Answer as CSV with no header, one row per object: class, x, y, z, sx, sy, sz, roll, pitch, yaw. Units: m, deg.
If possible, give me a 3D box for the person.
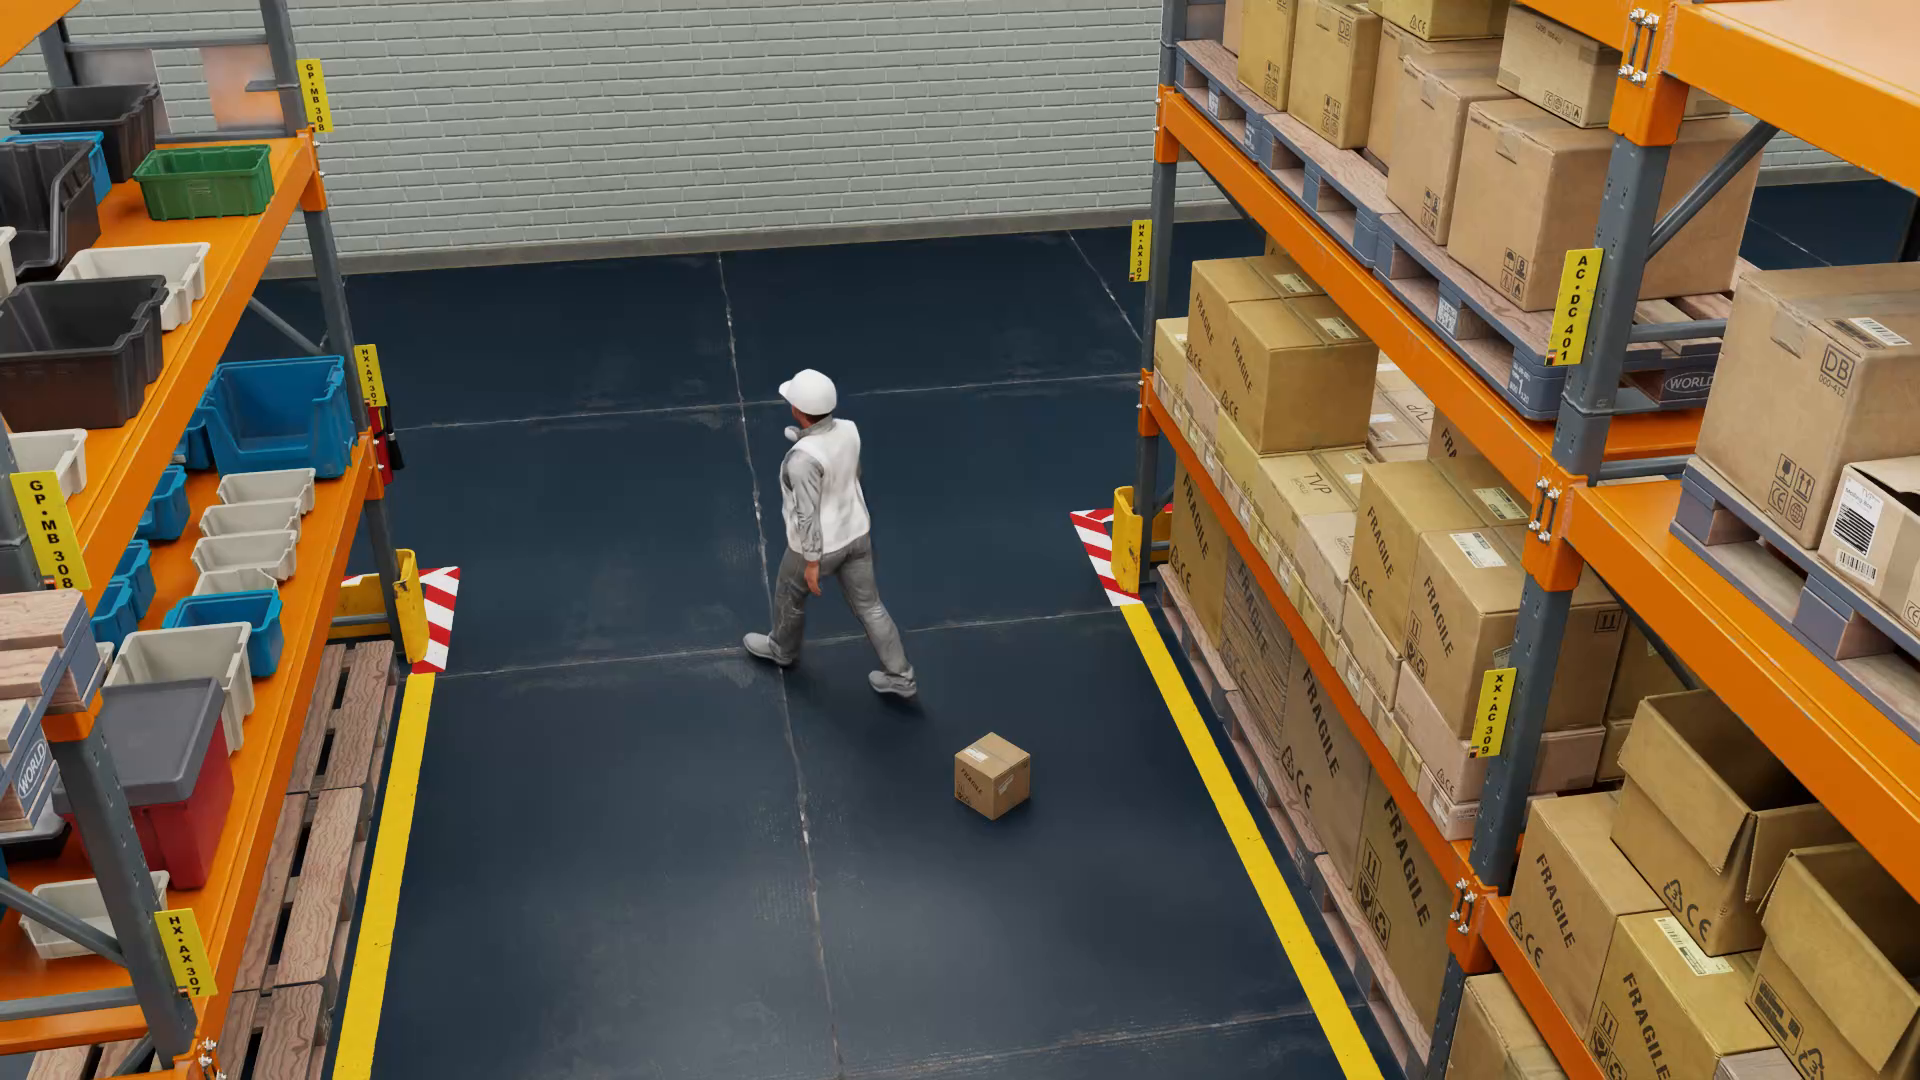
person,-0.649,-0.041,8.205,1.056,1.724,0.561,22,37,33
